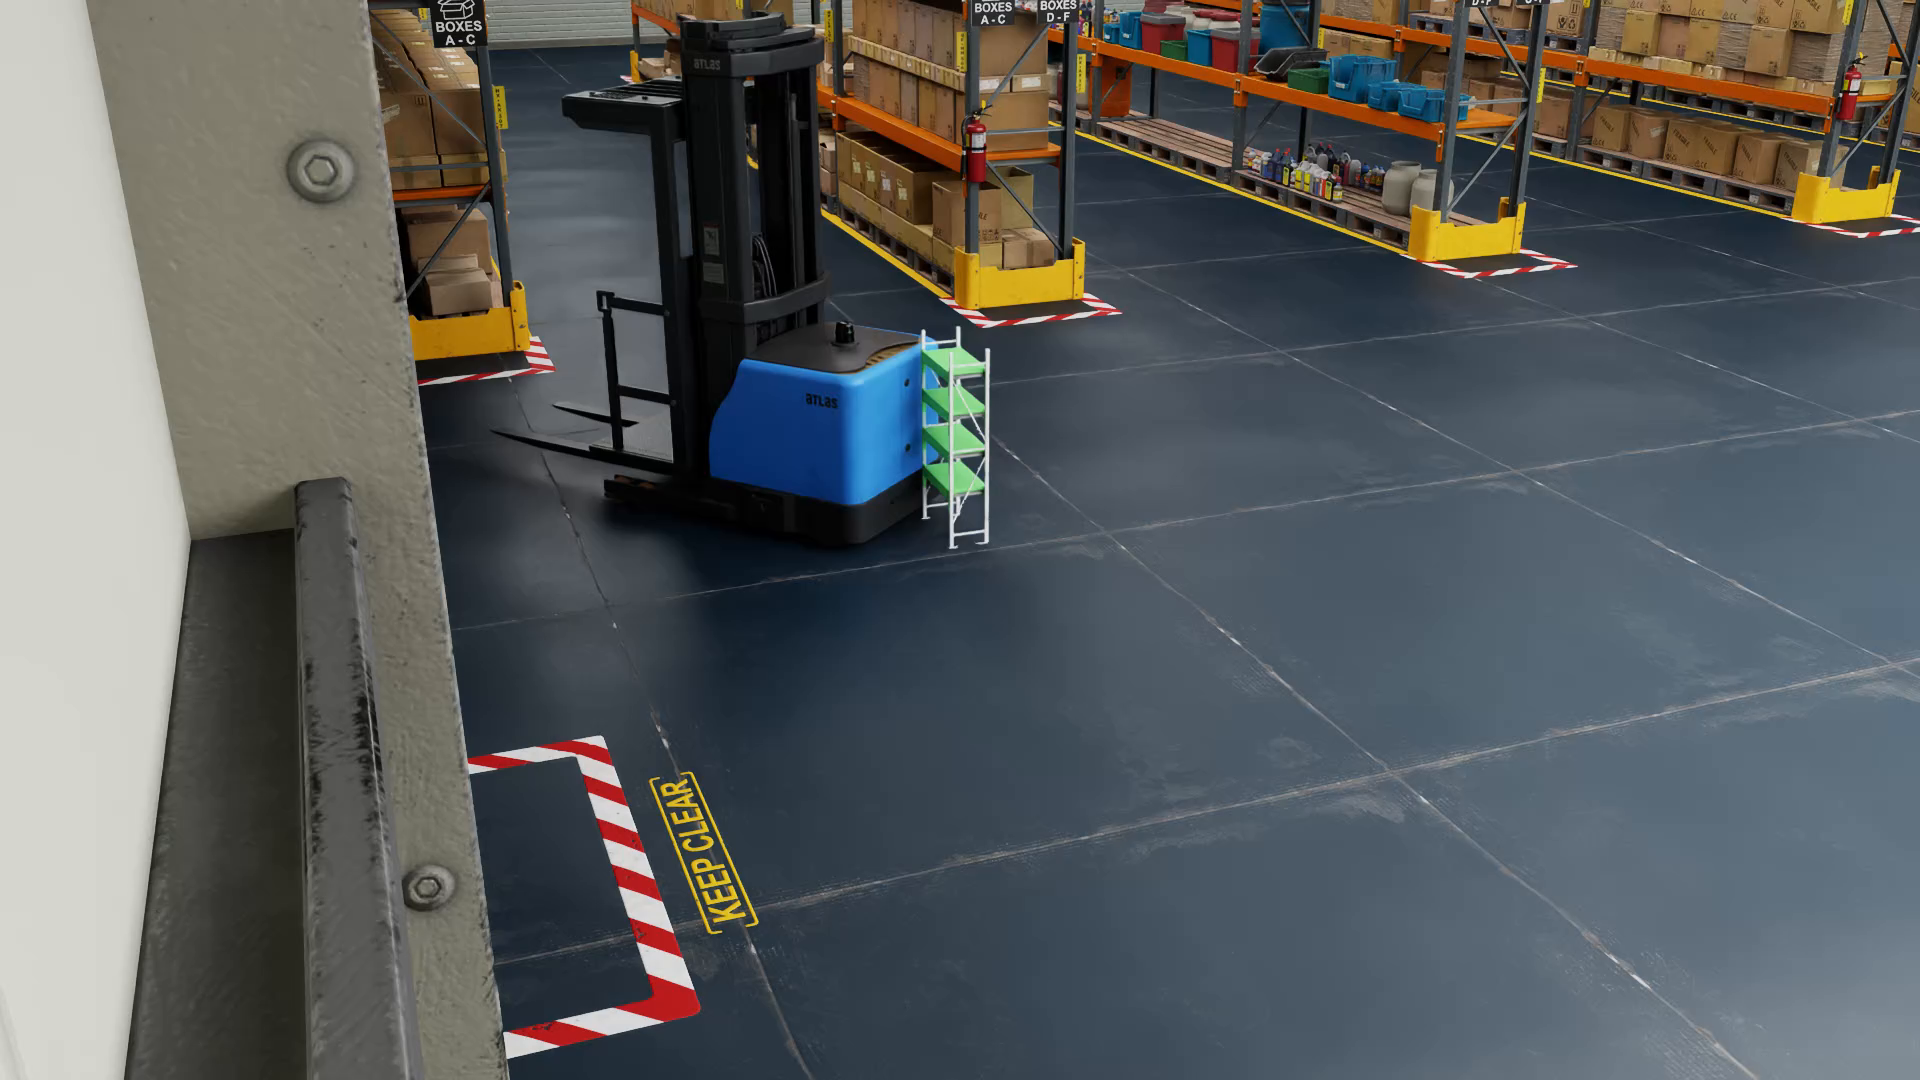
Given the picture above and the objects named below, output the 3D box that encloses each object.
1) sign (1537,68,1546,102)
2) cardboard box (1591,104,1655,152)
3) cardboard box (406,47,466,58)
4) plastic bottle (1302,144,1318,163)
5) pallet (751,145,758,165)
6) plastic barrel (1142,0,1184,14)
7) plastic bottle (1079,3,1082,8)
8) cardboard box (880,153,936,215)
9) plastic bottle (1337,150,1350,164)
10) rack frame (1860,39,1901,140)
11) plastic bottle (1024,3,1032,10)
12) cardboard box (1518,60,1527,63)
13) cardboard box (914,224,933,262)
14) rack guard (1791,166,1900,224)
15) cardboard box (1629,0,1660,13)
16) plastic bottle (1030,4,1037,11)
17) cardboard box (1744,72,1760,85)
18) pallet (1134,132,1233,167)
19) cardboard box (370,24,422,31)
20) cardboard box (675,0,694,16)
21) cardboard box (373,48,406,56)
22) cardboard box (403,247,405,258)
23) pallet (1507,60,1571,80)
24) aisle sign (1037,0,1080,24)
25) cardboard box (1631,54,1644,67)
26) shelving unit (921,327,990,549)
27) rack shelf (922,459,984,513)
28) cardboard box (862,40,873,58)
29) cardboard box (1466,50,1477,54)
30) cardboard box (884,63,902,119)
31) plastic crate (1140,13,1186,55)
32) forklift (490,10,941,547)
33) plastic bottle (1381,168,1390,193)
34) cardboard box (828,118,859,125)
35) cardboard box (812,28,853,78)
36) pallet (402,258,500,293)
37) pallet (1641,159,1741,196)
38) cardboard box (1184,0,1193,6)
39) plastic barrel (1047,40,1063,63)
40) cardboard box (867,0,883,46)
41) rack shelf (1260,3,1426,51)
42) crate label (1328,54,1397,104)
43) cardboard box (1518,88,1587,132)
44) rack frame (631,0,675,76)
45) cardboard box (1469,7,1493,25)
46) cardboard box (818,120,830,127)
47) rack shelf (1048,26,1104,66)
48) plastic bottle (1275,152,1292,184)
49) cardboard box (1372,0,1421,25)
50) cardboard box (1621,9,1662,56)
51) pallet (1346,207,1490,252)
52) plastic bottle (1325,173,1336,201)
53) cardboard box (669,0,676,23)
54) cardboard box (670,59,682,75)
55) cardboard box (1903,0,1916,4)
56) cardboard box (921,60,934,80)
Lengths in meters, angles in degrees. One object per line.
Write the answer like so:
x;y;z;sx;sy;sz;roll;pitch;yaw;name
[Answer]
5.683;-4.460;16.313;0.100;0.325;0.005;-8;24;-19;sign
8.492;-5.282;21.298;0.500;0.500;0.500;-9;25;-21;cardboard box
-4.876;-4.329;15.559;0.500;0.500;0.500;-8;24;-19;cardboard box
4.116;-4.480;19.560;0.144;0.351;0.185;-8;24;-19;plastic bottle
-2.040;-4.898;21.298;1.003;0.211;1.213;-8;24;-19;pallet
2.788;-7.101;22.760;0.600;0.536;0.708;-8;24;-19;plastic barrel
1.806;-8.014;25.260;0.152;0.276;0.135;-8;24;-19;plastic bottle
-0.478;-3.550;16.543;0.500;0.500;0.500;-8;24;-19;cardboard box
4.433;-4.313;19.164;0.144;0.351;0.185;-8;24;-19;plastic bottle
13.064;-7.035;22.780;1.000;3.000;0.127;-8;24;-19;rack frame
1.062;-8.005;25.239;0.152;0.276;0.135;-8;24;-19;plastic bottle
10.250;-8.679;29.357;0.500;0.500;0.500;-7;24;-17;cardboard box
-0.122;-2.841;15.828;0.500;0.250;0.500;-8;24;-19;cardboard box
9.774;-3.814;18.355;1.175;0.500;0.348;-8;24;-19;rack guard
8.487;-6.656;20.079;0.500;0.500;0.500;-8;24;-19;cardboard box
1.144;-7.921;25.039;0.152;0.276;0.135;-8;24;-19;plastic bottle
9.159;-5.262;18.895;0.380;0.149;0.250;-8;24;-19;cardboard box
3.006;-5.151;21.899;1.003;0.211;1.213;-8;24;-19;pallet
-6.115;-5.230;17.801;0.700;0.500;0.500;-5;23;-12;cardboard box
-3.749;-7.977;24.345;0.700;0.500;0.500;-18;29;-36;cardboard box
-5.364;-4.251;15.374;0.500;0.500;0.500;-8;24;-19;cardboard box
-4.968;-2.658;15.498;0.380;0.149;0.250;-10;25;-23;cardboard box
10.514;-8.375;29.547;1.003;0.211;1.213;-8;24;-19;pallet
0.842;-4.797;14.120;0.394;0.787;0.004;-8;24;-19;aisle sign
8.470;-5.887;20.379;0.380;0.149;0.250;-8;24;-19;cardboard box
-0.031;-0.606;9.842;0.258;1.200;0.503;-8;24;-18;shelving unit
-0.031;-0.326;9.960;0.258;0.148;0.480;-8;24;-18;rack shelf
-0.786;-5.070;17.152;0.380;0.149;0.250;-9;24;-20;cardboard box
9.613;-9.111;30.834;0.380;0.149;0.250;-9;25;-21;cardboard box
-0.353;-4.546;16.744;0.700;0.500;0.500;-8;24;-18;cardboard box
2.626;-6.566;21.583;0.402;0.464;0.583;-8;24;-19;plastic crate
-1.659;-1.708;10.229;3.031;2.935;1.130;12;26;27;forklift
4.755;-3.996;18.499;0.061;0.283;0.133;-8;24;-18;plastic bottle
-1.338;-4.961;20.136;0.500;0.311;0.500;-8;24;-18;cardboard box
-1.500;-5.735;19.564;0.500;0.500;0.500;-8;24;-19;cardboard box
-4.809;-2.385;15.335;1.003;0.211;1.213;-8;24;-19;pallet
9.093;-4.424;20.173;1.003;0.211;1.213;-8;24;-19;pallet
4.450;-9.745;31.402;0.875;0.875;0.875;-8;24;-19;cardboard box
1.354;-7.388;25.777;0.600;0.901;0.708;-8;24;-19;plastic barrel
-0.539;-5.334;16.943;0.700;0.500;0.500;-8;24;-19;cardboard box
6.268;-8.240;26.564;1.077;0.370;4.000;-8;24;-19;rack shelf
4.264;-4.907;17.683;0.502;0.435;0.616;-8;24;-19;crate label
8.040;-5.844;22.606;0.700;0.500;0.500;-8;24;-19;cardboard box
-5.120;-9.394;28.375;1.000;3.000;0.127;-8;24;-19;rack frame
7.352;-7.329;23.128;0.500;0.250;0.500;-9;24;-20;cardboard box
-1.830;-4.879;19.942;0.500;0.311;0.500;-9;24;-20;cardboard box
1.635;-7.561;24.952;1.077;0.370;4.000;-8;24;-19;rack shelf
3.718;-4.275;19.075;0.144;0.351;0.185;-9;25;-21;plastic bottle
6.569;-8.036;25.026;0.500;0.500;0.500;-8;24;-17;cardboard box
8.633;-6.216;20.324;0.875;0.500;0.500;-8;24;-19;cardboard box
4.814;-3.291;17.485;1.003;0.211;1.213;-8;24;-19;pallet
4.050;-3.857;18.169;0.061;0.283;0.133;-8;24;-18;plastic bottle
-4.124;-8.133;25.255;0.500;0.500;0.500;-8;24;-18;cardboard box
-4.174;-7.160;25.726;0.500;0.500;0.500;-8;24;-19;cardboard box
13.162;-7.463;22.211;0.875;0.550;0.550;-8;24;-19;cardboard box
-0.145;-4.413;15.594;0.380;0.149;0.250;-8;24;-17;cardboard box
